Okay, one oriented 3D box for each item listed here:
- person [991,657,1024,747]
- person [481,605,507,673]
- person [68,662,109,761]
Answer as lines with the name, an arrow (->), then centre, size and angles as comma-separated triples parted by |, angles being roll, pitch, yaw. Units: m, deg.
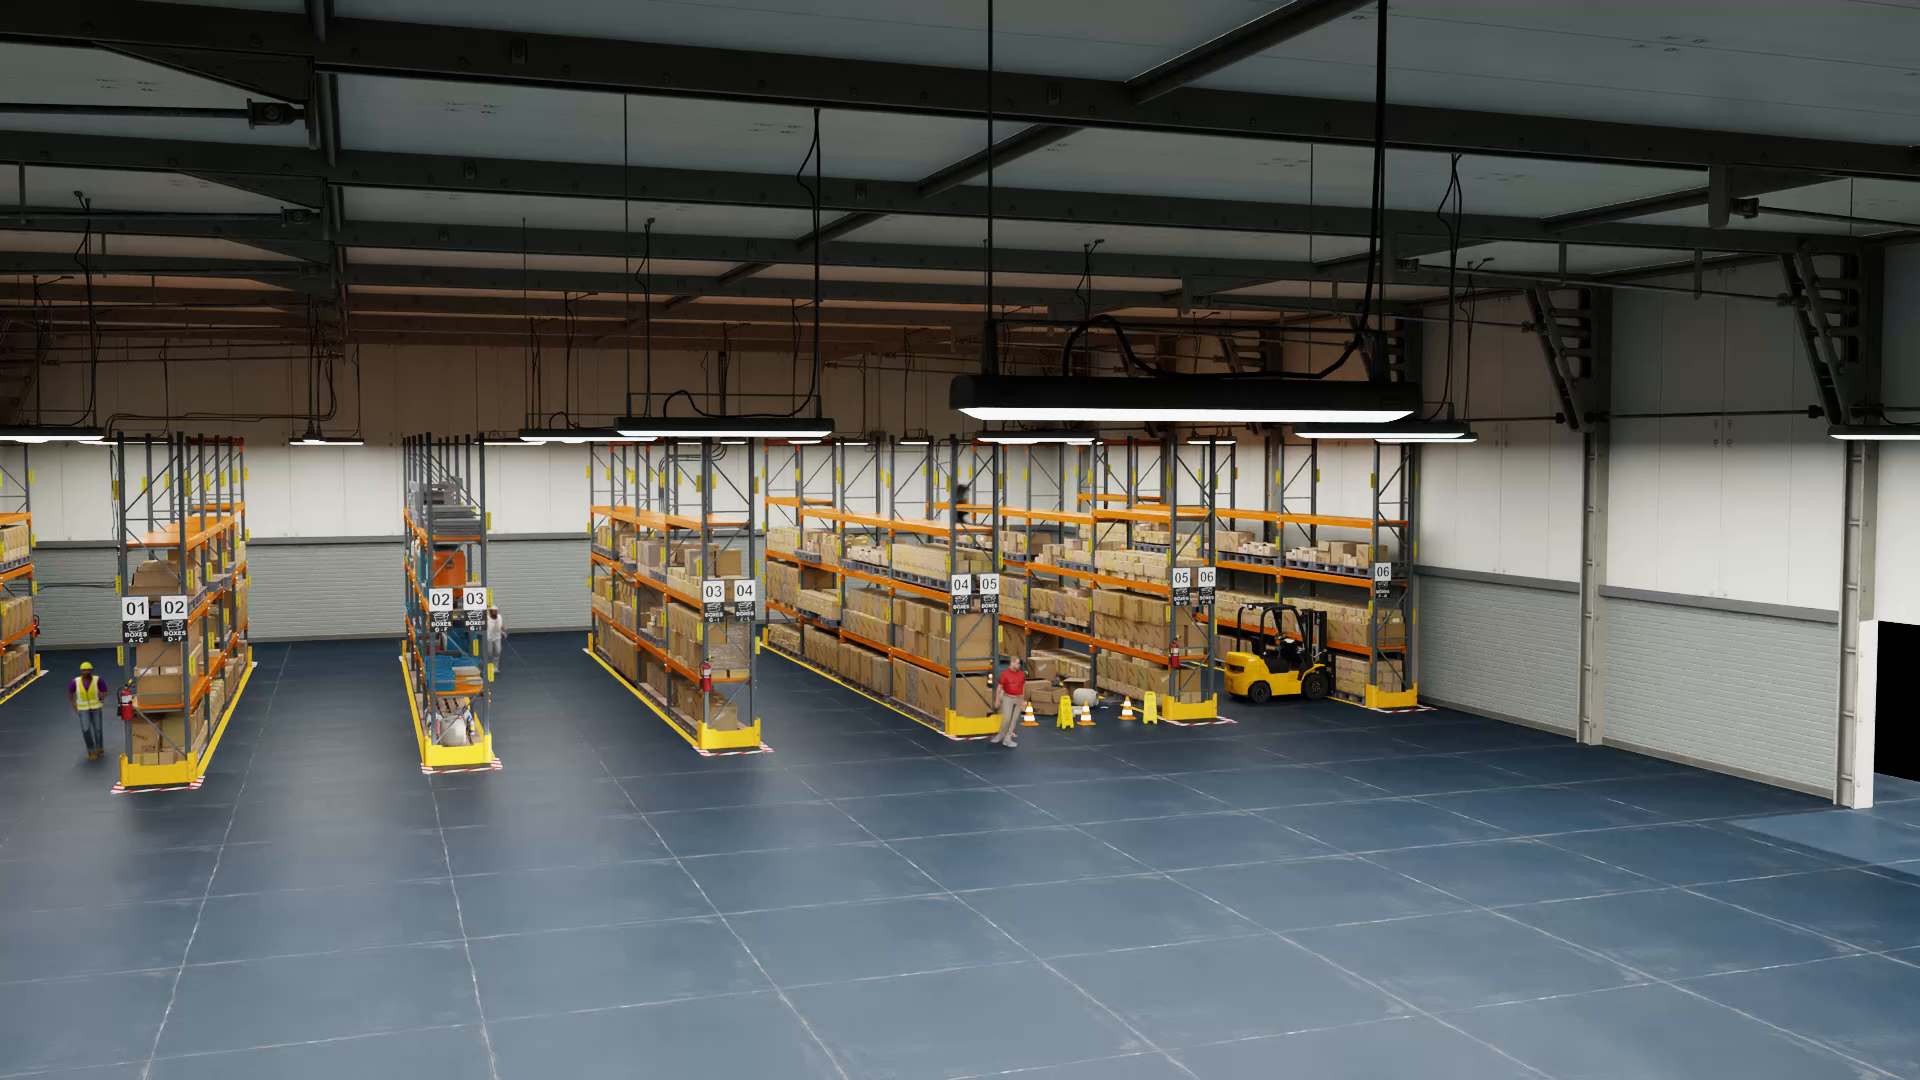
person -> 0.936, 3.094, 31.836 | 0.658, 1.723, 0.470 | -2, 4, -32
person -> -11.958, 2.513, 42.396 | 0.673, 1.731, 0.783 | -2, 4, -37
person -> -16.019, 3.149, 30.580 | 0.665, 1.816, 0.753 | -2, 4, -29
